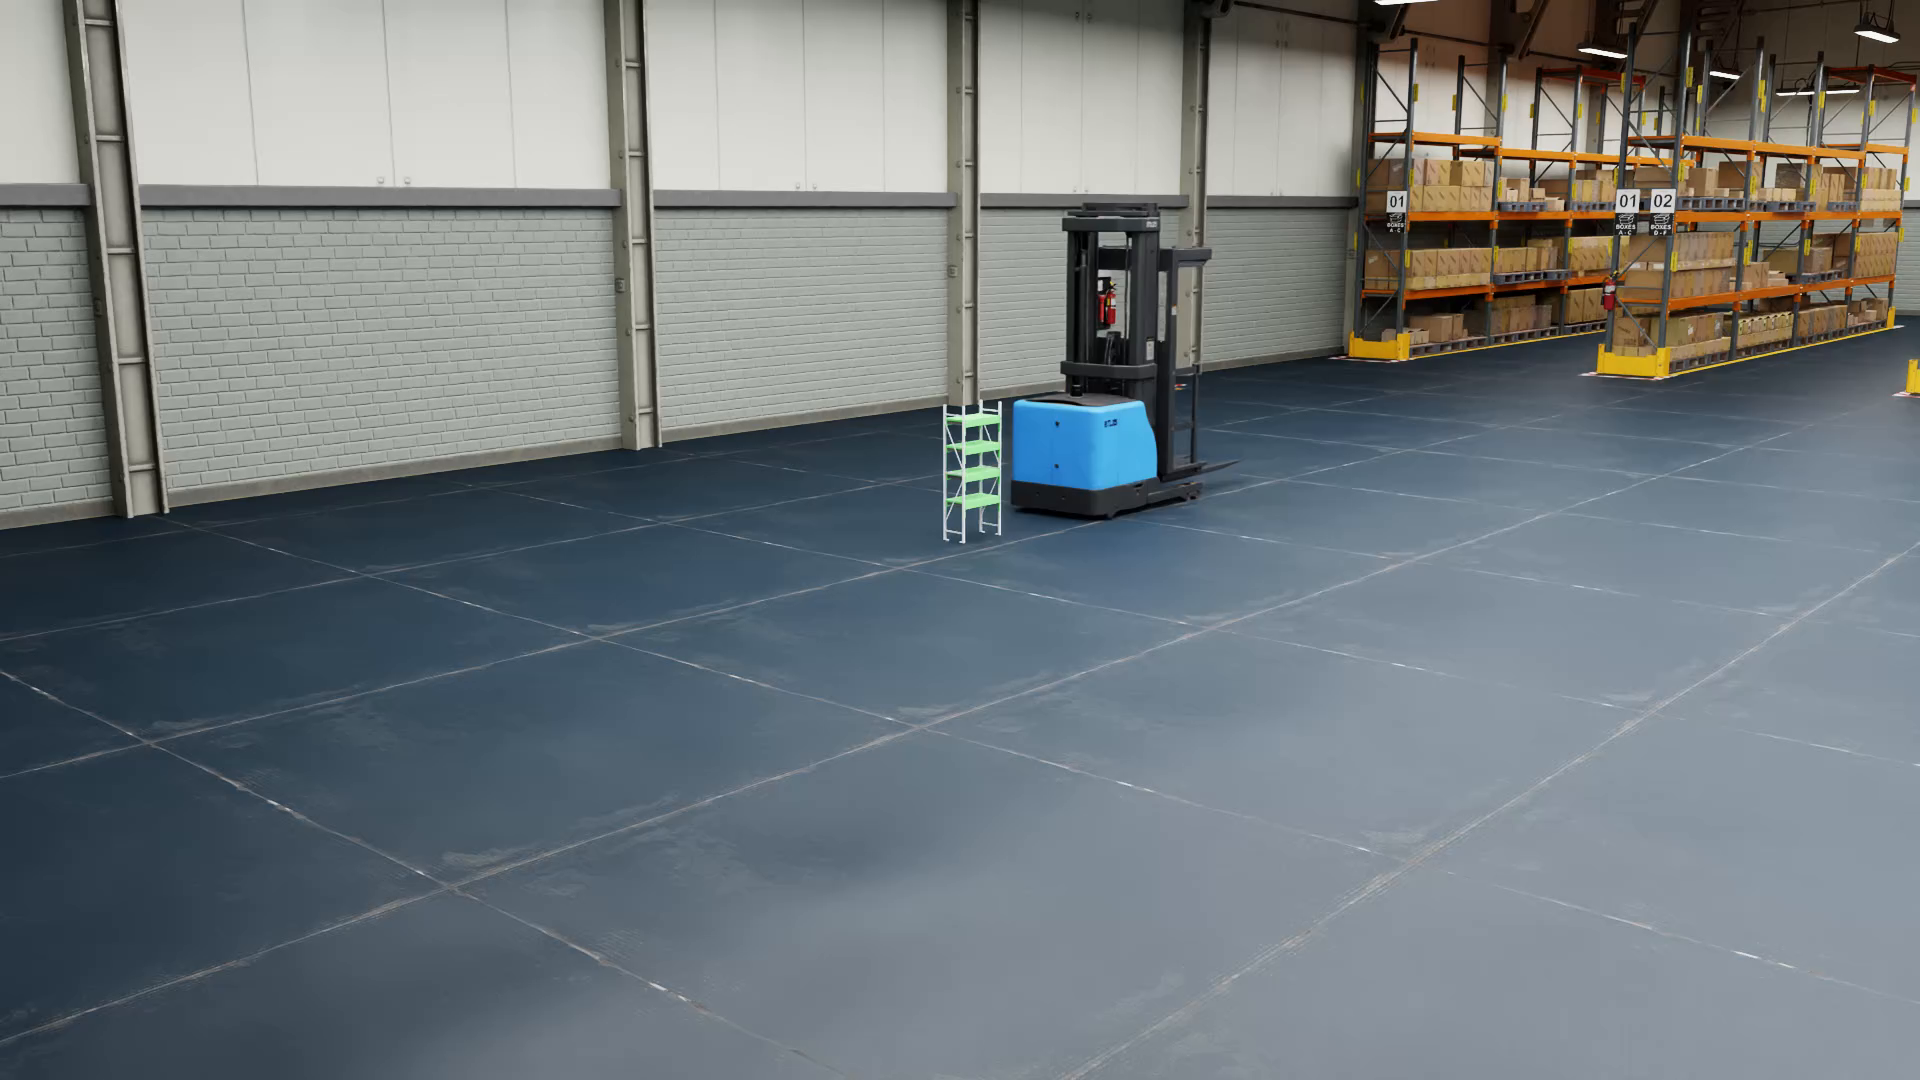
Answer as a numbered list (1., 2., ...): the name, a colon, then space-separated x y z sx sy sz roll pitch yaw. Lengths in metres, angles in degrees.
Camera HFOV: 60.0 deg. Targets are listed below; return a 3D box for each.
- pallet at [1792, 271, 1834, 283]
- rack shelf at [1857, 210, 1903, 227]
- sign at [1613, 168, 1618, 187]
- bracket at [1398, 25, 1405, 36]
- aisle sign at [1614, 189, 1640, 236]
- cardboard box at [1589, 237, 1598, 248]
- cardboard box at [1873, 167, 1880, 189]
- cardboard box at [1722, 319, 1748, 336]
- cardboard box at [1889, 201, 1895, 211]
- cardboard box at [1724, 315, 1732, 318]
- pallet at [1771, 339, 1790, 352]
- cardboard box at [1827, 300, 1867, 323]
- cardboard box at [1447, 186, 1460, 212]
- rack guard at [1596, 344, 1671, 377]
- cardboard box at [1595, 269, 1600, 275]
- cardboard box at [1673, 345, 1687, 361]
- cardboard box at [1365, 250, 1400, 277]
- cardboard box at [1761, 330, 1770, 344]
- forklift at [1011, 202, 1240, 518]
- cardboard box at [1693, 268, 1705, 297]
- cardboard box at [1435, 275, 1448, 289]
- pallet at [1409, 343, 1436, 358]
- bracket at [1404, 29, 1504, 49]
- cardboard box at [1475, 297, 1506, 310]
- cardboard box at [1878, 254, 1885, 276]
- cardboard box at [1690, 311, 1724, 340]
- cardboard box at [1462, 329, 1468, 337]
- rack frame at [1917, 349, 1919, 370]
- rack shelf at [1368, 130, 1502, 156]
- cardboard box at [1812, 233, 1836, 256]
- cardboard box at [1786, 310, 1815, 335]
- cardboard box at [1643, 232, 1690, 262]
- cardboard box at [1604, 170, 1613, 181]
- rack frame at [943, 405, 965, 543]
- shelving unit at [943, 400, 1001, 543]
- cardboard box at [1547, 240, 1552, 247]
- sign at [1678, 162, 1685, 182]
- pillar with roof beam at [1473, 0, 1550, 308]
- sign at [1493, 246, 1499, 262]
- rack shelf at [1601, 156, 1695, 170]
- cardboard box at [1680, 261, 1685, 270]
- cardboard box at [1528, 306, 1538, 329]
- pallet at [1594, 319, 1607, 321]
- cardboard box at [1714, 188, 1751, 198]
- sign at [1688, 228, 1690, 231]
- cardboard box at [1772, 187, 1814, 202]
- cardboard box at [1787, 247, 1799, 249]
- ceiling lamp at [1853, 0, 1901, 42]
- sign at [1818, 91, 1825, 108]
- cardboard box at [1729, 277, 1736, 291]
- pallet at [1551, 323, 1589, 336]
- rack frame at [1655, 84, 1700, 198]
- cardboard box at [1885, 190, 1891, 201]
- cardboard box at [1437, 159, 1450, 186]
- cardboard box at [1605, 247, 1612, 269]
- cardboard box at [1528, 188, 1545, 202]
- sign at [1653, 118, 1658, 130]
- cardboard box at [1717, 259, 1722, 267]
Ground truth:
1. pallet: 18.448 -5.772 36.444 1.003 0.211 1.213 10 15 40
2. rack shelf: 21.128 -7.581 39.186 1.077 0.370 4.000 10 15 40
3. sign: 11.489 -6.341 29.085 0.100 0.325 0.005 10 15 40
4. bracket: 8.516 -9.980 32.512 0.235 0.232 0.430 10 15 40
5. aisle sign: 11.623 -5.706 28.983 0.394 0.787 0.004 10 15 40
6. cardboard box: 14.619 -6.979 39.014 0.500 0.250 0.500 10 15 41
7. cardboard box: 20.863 -8.385 38.566 0.700 0.500 0.500 10 15 40
8. cardboard box: 14.987 -4.152 32.359 0.500 0.311 0.500 10 15 41
9. cardboard box: 21.969 -7.972 39.693 0.500 0.250 0.500 10 15 40
10. cardboard box: 15.249 -4.371 33.453 0.500 0.311 0.500 10 15 40
11. pallet: 16.595 -4.096 34.681 1.003 0.211 1.213 10 15 40
12. cardboard box: 21.045 -5.437 39.524 0.797 0.503 0.637 10 15 40
13. cardboard box: 9.631 -6.822 33.245 0.500 0.500 0.500 11 16 44
14. rack guard: 11.871 -3.173 29.323 1.175 0.500 0.348 10 15 40
15. cardboard box: 15.019 -6.390 39.634 0.380 0.149 0.250 10 15 42
16. cardboard box: 12.735 -3.385 29.946 0.500 0.250 0.500 10 15 40
17. cardboard box: 8.315 -5.444 32.724 0.500 0.500 0.500 10 15 40
18. cardboard box: 15.995 -4.102 33.541 0.500 0.250 0.500 10 15 41
19. forklift: 1.802 -1.882 16.649 1.130 2.935 3.031 9 14 38
20. cardboard box: 13.225 -4.747 30.564 0.700 0.500 0.500 10 15 42
21. cardboard box: 9.397 -5.162 33.230 0.500 0.250 0.500 9 15 39
22. pallet: 8.776 -3.801 33.205 1.003 0.211 1.213 10 15 40
23. bracket: 10.217 -10.359 34.409 0.076 0.066 4.783 10 15 40
24. cardboard box: 11.565 -5.165 36.255 0.500 0.250 0.500 9 15 39
25. cardboard box: 21.684 -6.555 39.618 0.500 0.500 0.500 10 15 41
26. cardboard box: 14.047 -4.048 31.354 0.500 0.500 0.500 10 15 40
27. cardboard box: 10.473 -4.375 35.068 0.380 0.166 0.250 7 14 33
28. rack frame: 15.605 -3.762 25.887 1.000 3.000 0.127 10 15 40
29. rack shelf: 9.484 -7.924 33.257 1.077 0.370 4.000 10 15 40
30. cardboard box: 19.948 -6.816 38.368 0.500 0.500 0.500 10 15 41
31. cardboard box: 18.024 -4.678 35.731 0.500 0.500 0.500 9 14 38
32. cardboard box: 12.583 -5.241 29.725 0.700 0.500 0.500 9 15 39
33. cardboard box: 15.405 -8.799 40.156 0.500 0.250 0.500 -11 16 -43
34. rack frame: -0.052 -0.577 14.536 0.240 1.200 0.015 10 15 40
35. shelving unit: 0.109 -0.613 14.716 0.258 1.200 0.503 10 15 40
36. cardboard box: 13.239 -6.748 37.803 0.380 0.149 0.250 7 14 33
37. sign: 12.300 -6.269 28.345 0.100 0.325 0.005 10 15 40
38. pillar with roof beam: 15.170 -8.526 34.421 9.100 9.000 0.548 10 15 40
39. sign: 11.217 -5.987 34.816 0.100 0.325 0.005 10 15 40
40. rack shelf: 17.405 -9.495 42.135 1.077 0.370 4.000 10 15 40
41. cardboard box: 12.646 -4.876 29.552 0.380 0.149 0.250 10 15 41
42. cardboard box: 12.581 -5.036 37.527 0.700 0.500 0.500 10 15 40
43. pallet: 15.632 -5.318 40.796 1.003 0.211 1.213 10 15 40
44. cardboard box: 14.941 -6.684 32.170 0.500 0.250 0.500 -10 15 -42
45. sign: 19.124 -8.008 43.588 0.100 0.325 0.005 10 15 40
46. cardboard box: 17.431 -7.168 35.029 0.910 0.500 0.500 10 15 40
47. cardboard box: 18.921 -6.273 37.133 0.500 0.500 0.700 -9 15 -39
48. ceiling lamp: 16.466 -10.426 29.032 0.800 3.185 2.000 10 15 40
49. sign: 17.587 -8.986 33.938 0.100 0.325 0.005 10 15 40
50. cardboard box: 14.820 -4.996 32.448 0.500 0.250 0.500 11 16 44
51. pallet: 14.021 -4.959 38.998 1.003 0.211 1.213 10 15 40
52. rack frame: 18.725 -10.339 43.499 1.000 3.000 0.127 10 15 40
53. cardboard box: 21.638 -8.144 39.276 0.500 0.250 0.500 10 15 40
54. cardboard box: 9.299 -7.232 32.745 0.500 0.500 0.500 10 15 42
55. cardboard box: 15.302 -6.763 39.849 0.500 0.500 0.500 10 15 40
56. cardboard box: 12.519 -7.572 36.992 0.637 0.503 0.797 -10 15 -40
57. sign: 18.312 -10.947 43.755 0.100 0.325 0.005 10 15 40
58. cardboard box: 14.001 -5.177 31.061 0.380 0.149 0.250 10 15 40
